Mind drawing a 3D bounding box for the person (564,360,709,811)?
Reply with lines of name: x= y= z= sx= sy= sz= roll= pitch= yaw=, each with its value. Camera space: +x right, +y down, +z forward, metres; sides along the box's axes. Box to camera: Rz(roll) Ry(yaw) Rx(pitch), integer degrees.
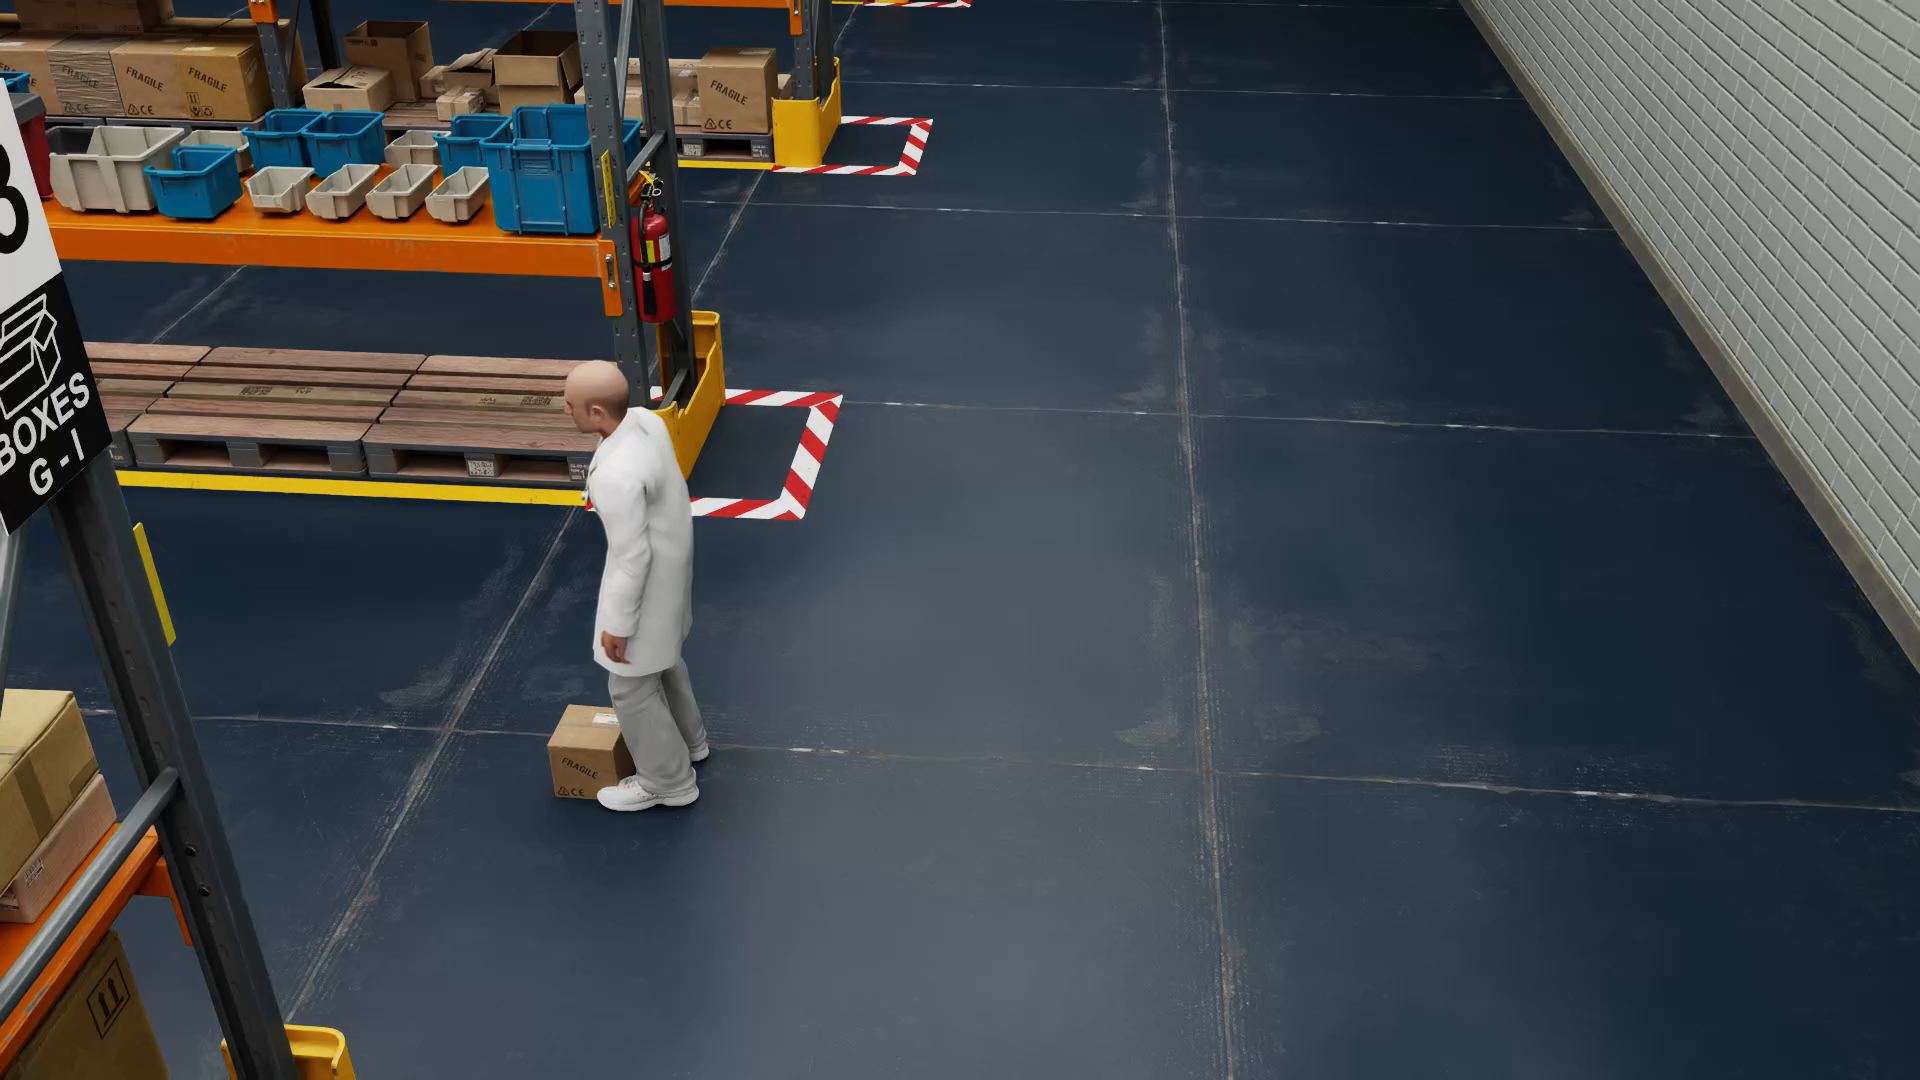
person: x=-1.140 y=0.248 z=5.920 sx=0.423 sy=1.590 sz=0.653 roll=1 pitch=32 yaw=1
